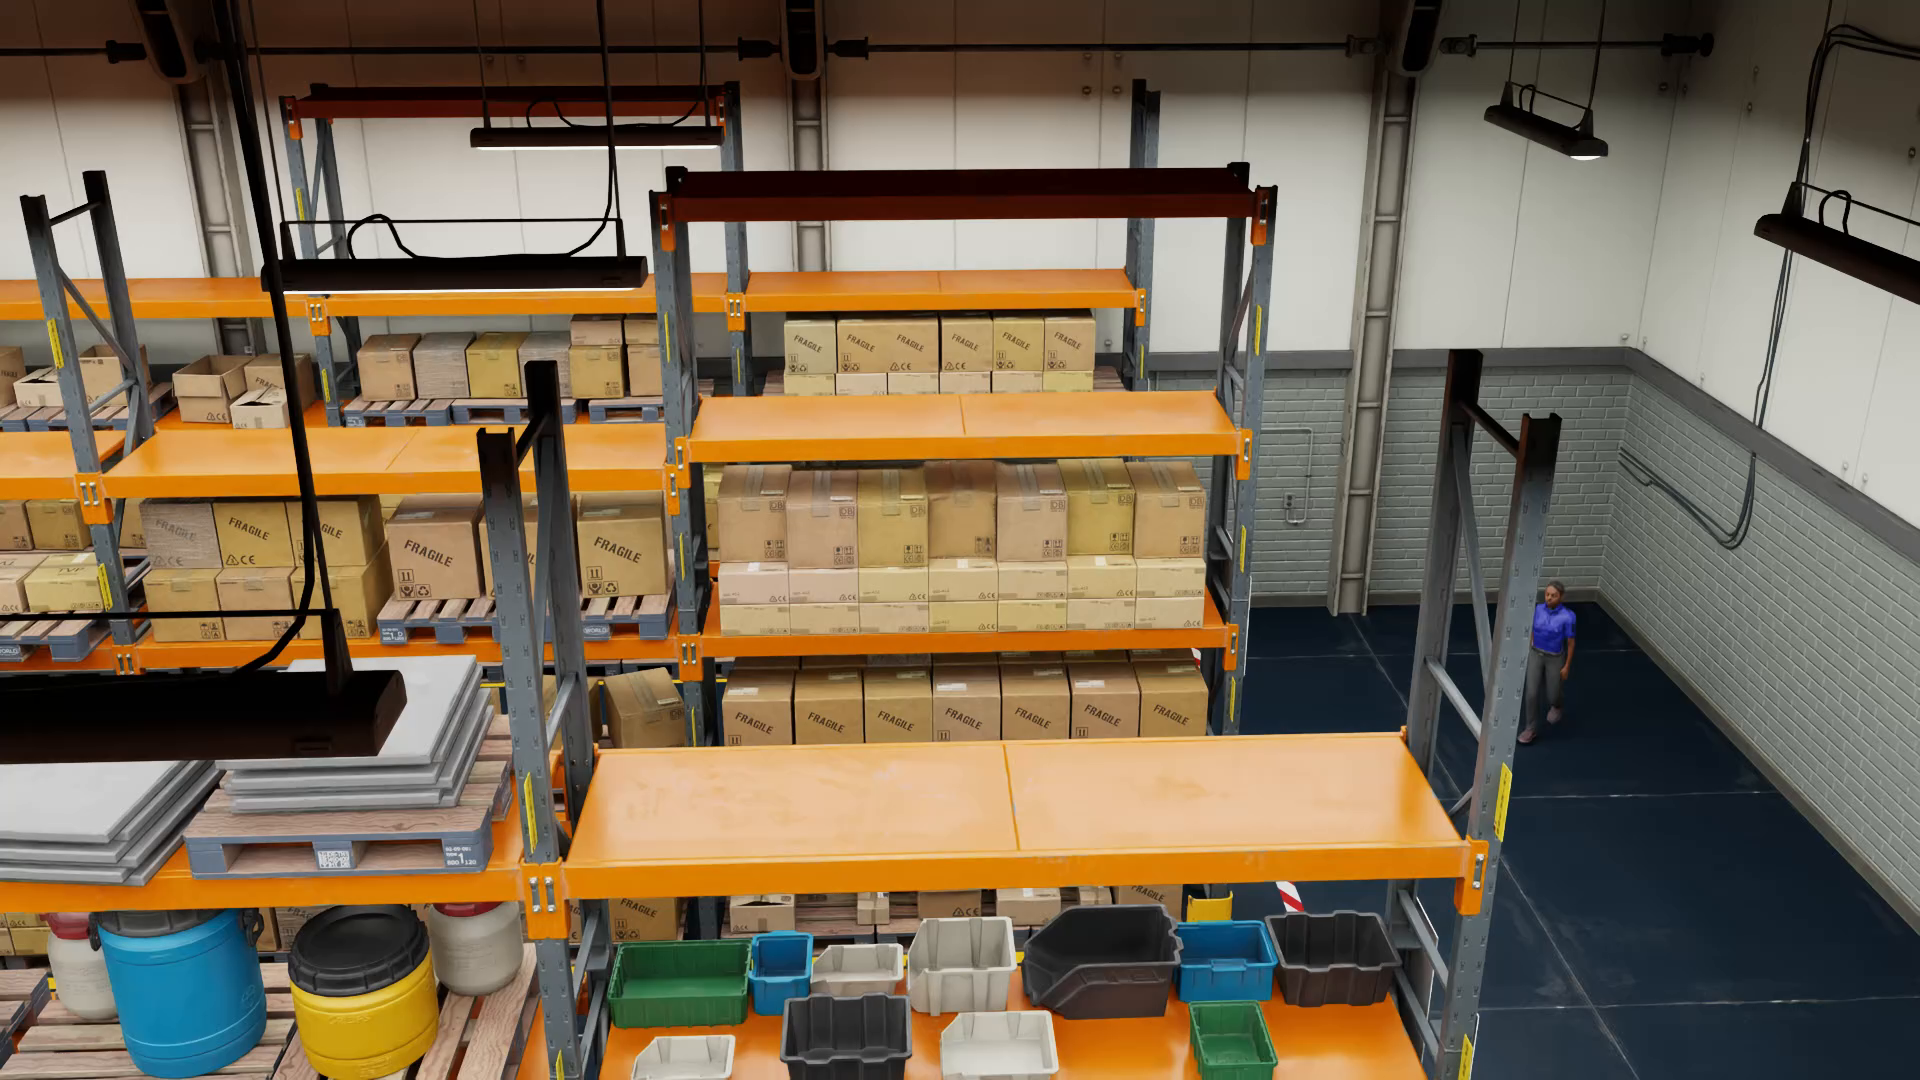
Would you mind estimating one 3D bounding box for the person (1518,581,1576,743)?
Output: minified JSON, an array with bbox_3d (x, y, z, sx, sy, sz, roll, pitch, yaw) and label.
[{"bbox_3d":[5.725,1.143,16.115,0.453,1.633,0.682,16,27,34],"label":"person"}]
